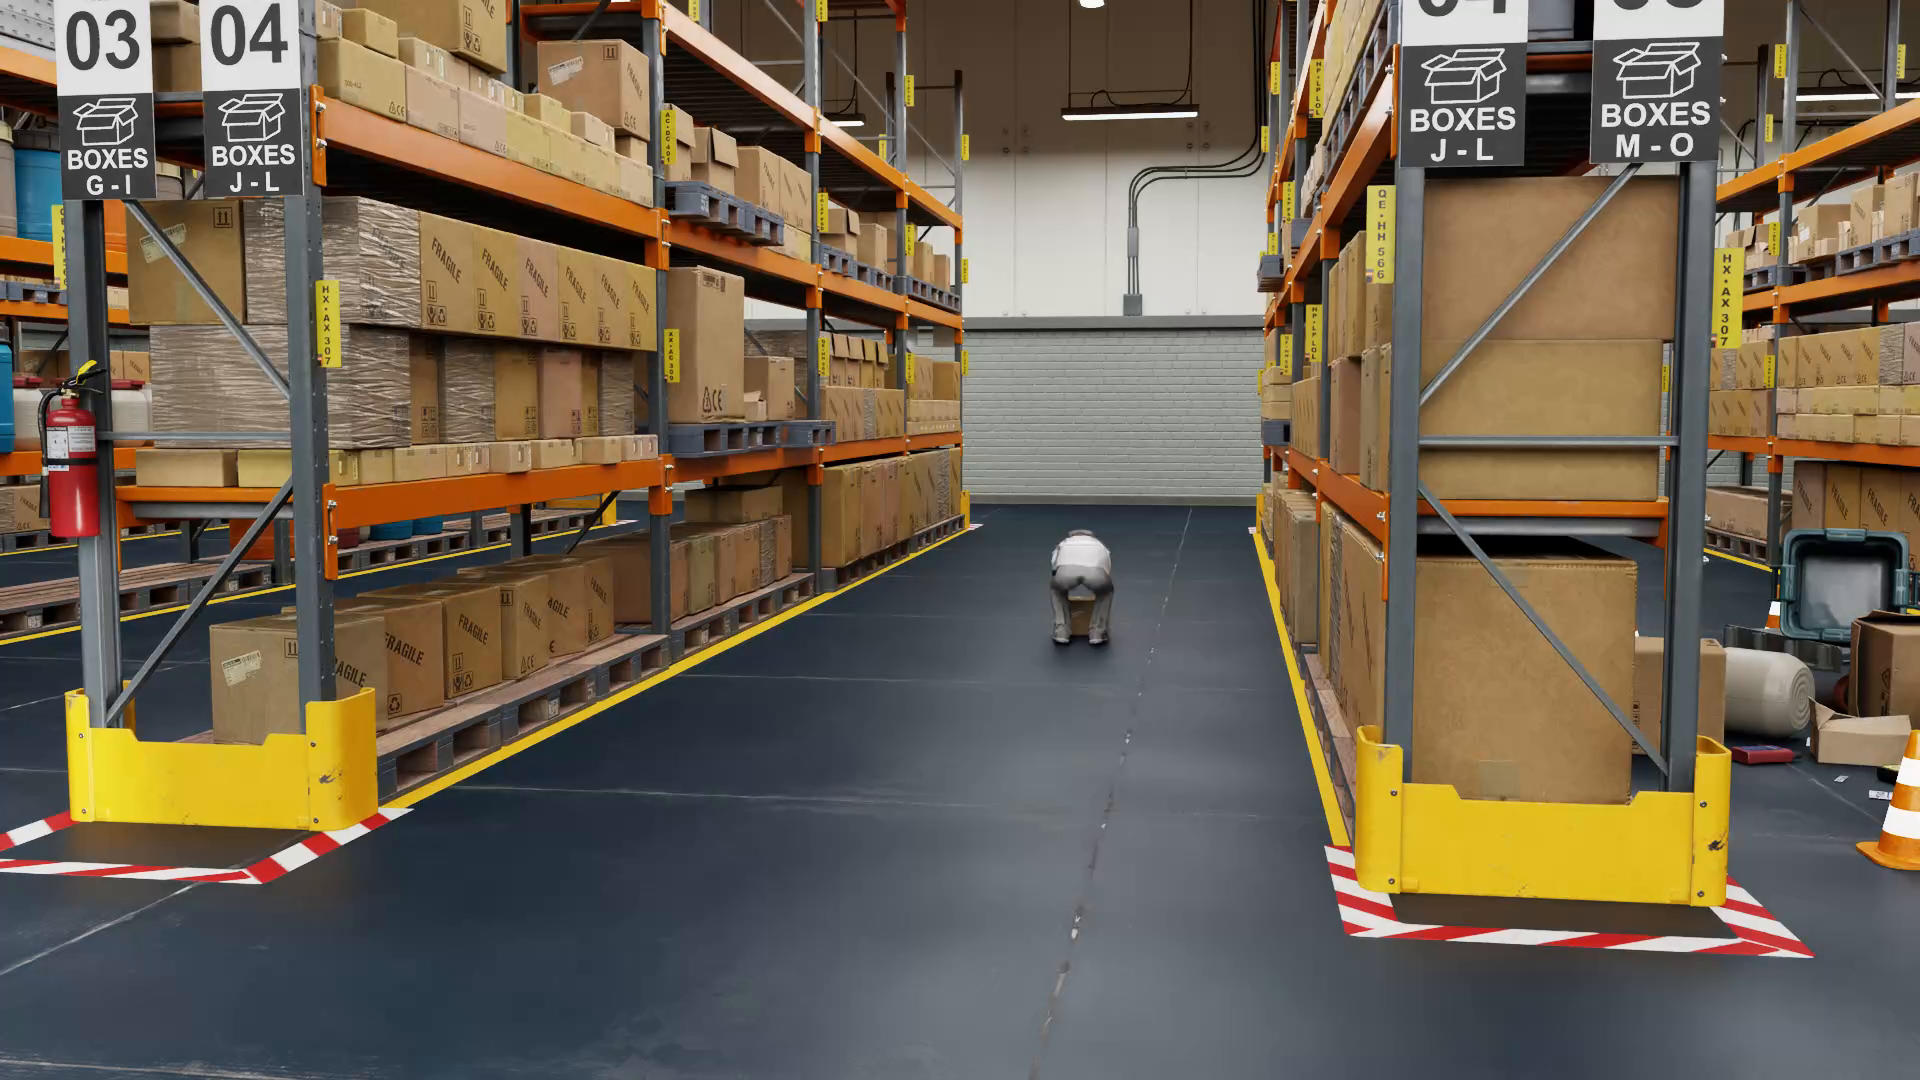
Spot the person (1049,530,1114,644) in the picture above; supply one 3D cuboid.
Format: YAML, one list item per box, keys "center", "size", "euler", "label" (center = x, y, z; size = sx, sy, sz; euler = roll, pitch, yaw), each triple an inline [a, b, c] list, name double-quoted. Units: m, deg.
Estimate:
- center: [0.848, 0.332, 11.604]
  size: [0.455, 0.761, 0.915]
  euler: [1, 5, 7]
  label: "person"
